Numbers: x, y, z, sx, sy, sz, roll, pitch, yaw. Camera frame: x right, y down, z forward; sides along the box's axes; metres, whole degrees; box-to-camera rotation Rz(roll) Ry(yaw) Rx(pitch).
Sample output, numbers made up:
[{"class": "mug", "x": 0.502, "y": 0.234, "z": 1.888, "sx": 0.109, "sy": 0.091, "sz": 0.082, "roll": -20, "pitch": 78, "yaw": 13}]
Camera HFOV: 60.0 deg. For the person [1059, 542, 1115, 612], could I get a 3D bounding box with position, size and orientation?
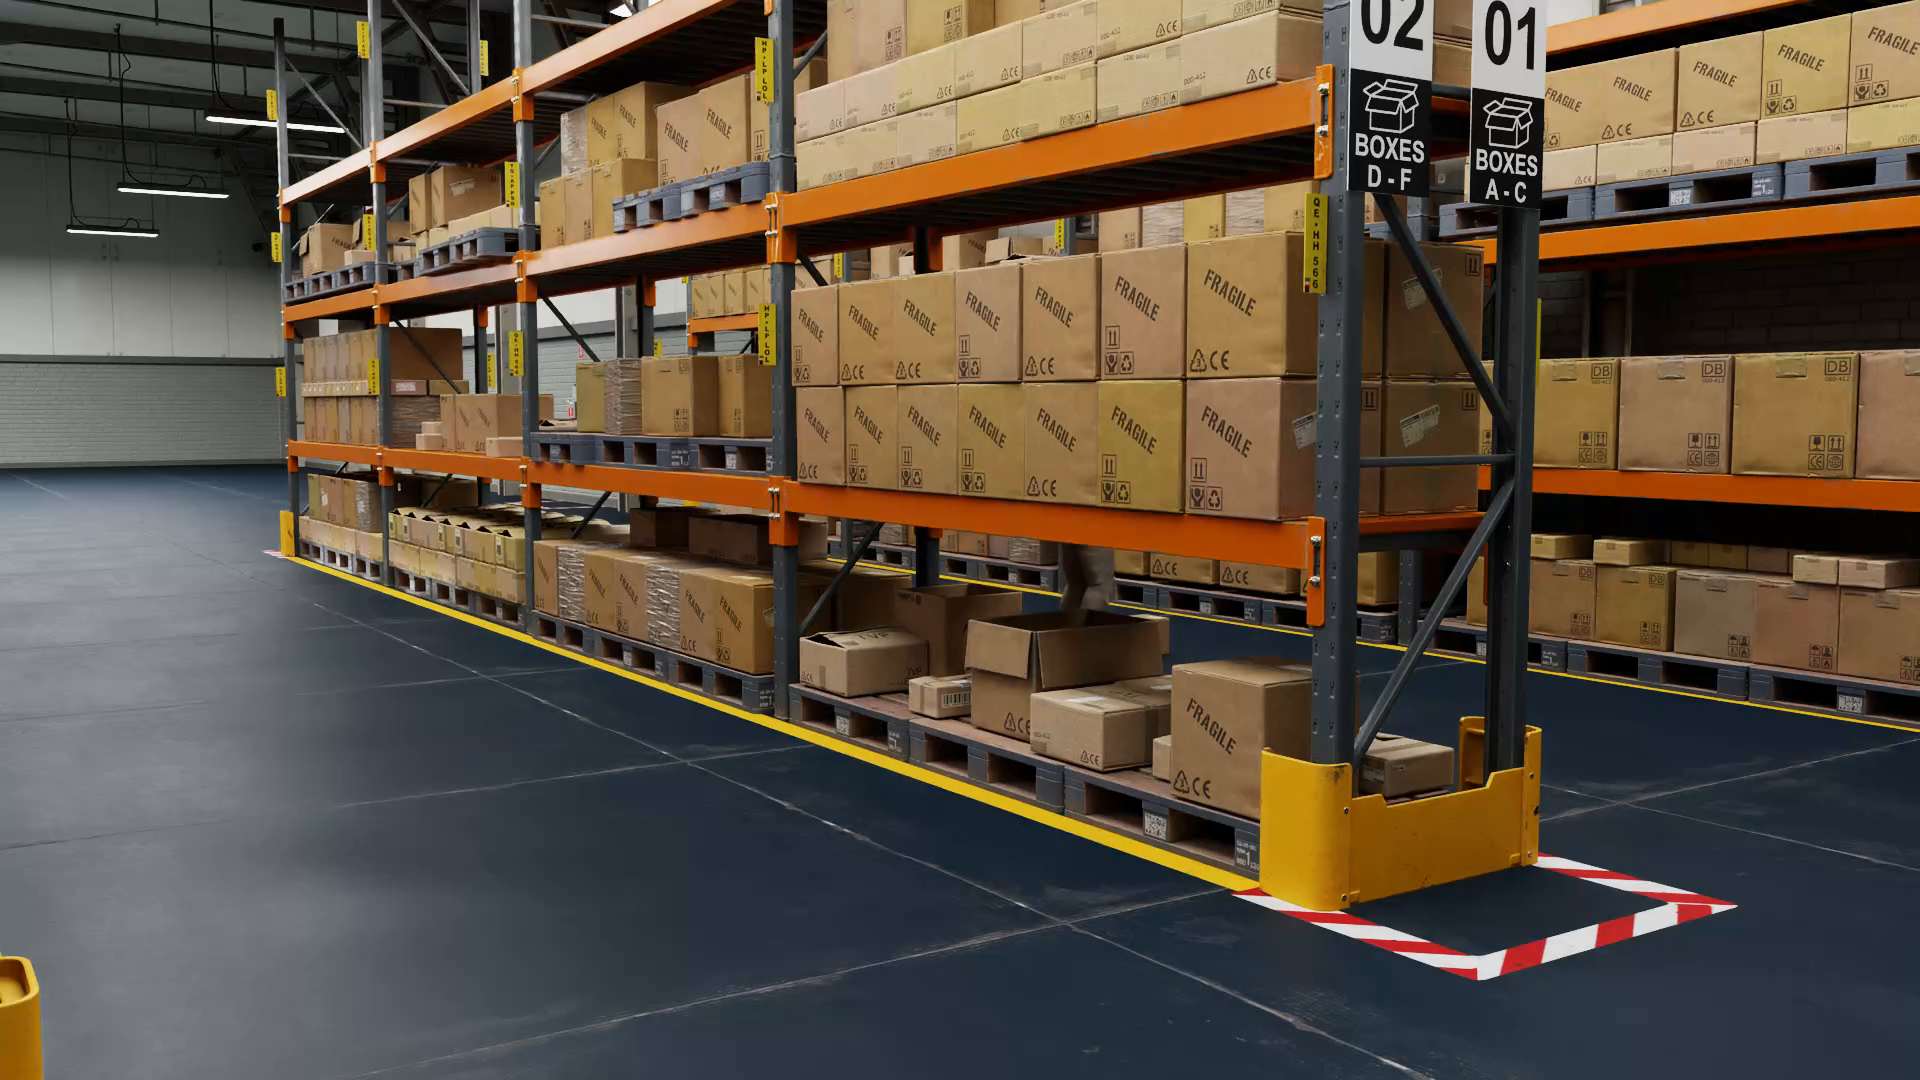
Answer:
[{"class": "person", "x": 0.856, "y": -0.054, "z": 11.151, "sx": 0.355, "sy": 1.724, "sz": 0.527, "roll": -3, "pitch": 5, "yaw": -32}]
